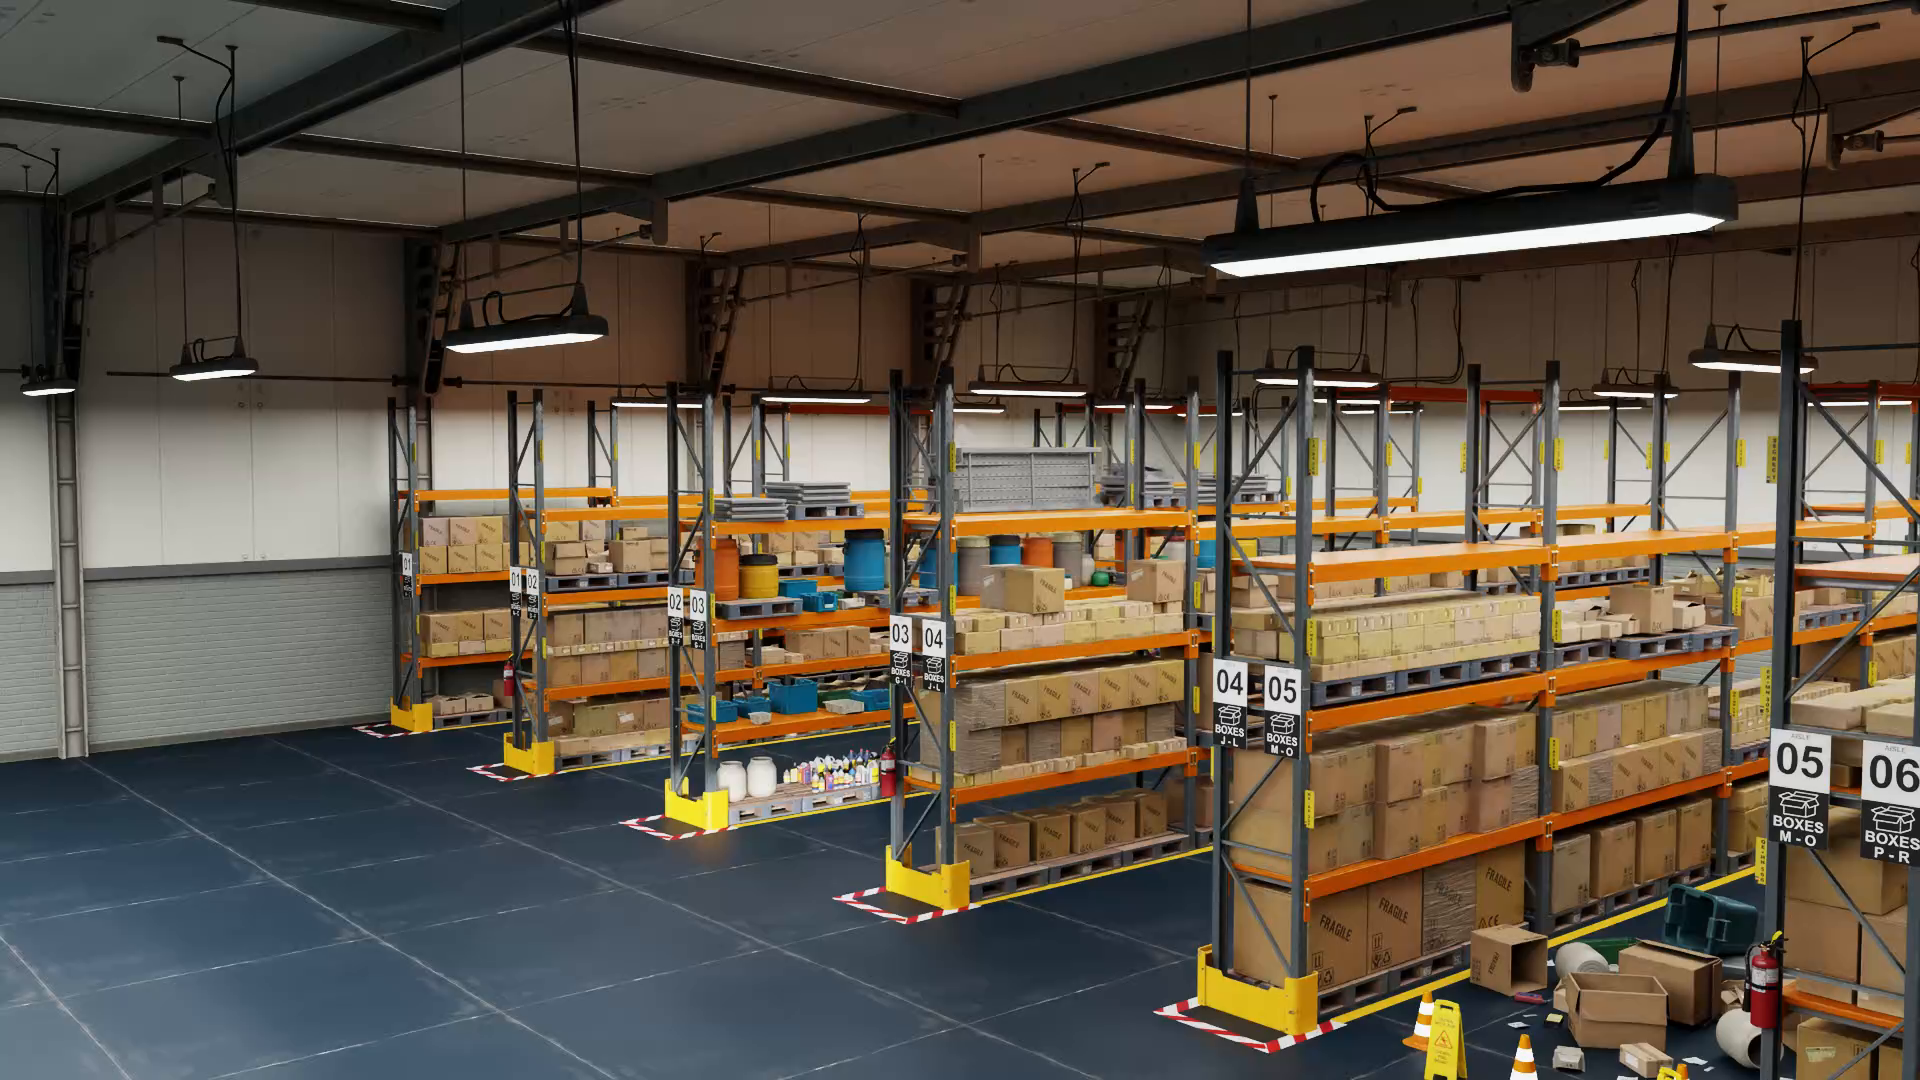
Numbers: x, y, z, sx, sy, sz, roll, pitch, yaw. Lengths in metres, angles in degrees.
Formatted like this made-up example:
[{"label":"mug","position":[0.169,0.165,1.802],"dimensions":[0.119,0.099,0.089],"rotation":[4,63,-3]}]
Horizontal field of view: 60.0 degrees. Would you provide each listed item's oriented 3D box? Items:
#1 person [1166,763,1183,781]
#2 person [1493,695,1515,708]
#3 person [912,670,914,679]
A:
[{"label":"person","position":[3.234,2.858,25.339],"dimensions":[0.540,1.779,0.786],"rotation":[3,5,43]},{"label":"person","position":[7.621,2.933,23.158],"dimensions":[0.655,1.756,0.917],"rotation":[3,4,41]},{"label":"person","position":[-1.054,2.311,35.099],"dimensions":[0.562,1.607,0.589],"rotation":[3,4,39]}]
